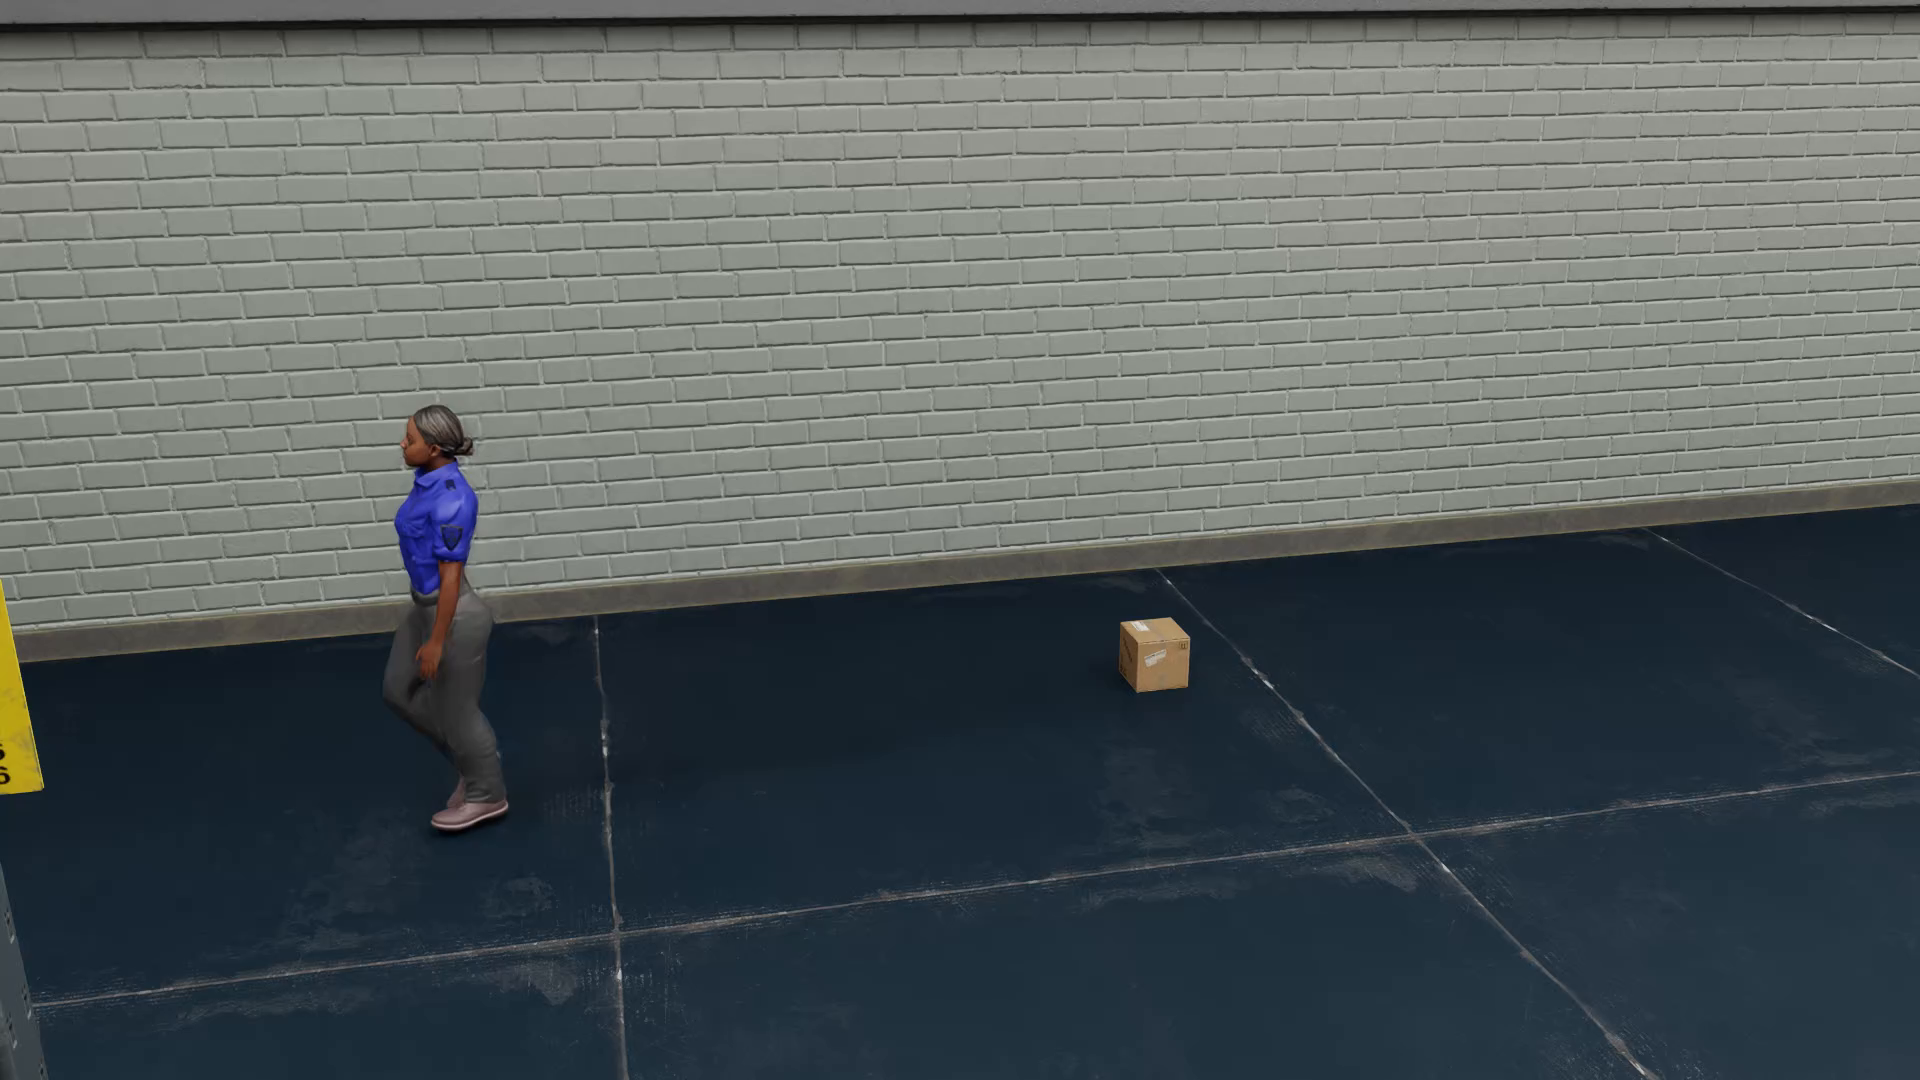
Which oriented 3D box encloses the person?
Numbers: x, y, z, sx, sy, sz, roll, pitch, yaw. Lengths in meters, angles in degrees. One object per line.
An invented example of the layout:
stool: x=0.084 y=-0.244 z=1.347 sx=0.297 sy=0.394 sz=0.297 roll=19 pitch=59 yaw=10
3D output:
person: x=-1.946 y=0.324 z=6.166 sx=0.408 sy=1.660 sz=0.441 roll=-10 pitch=22 yaw=-25
